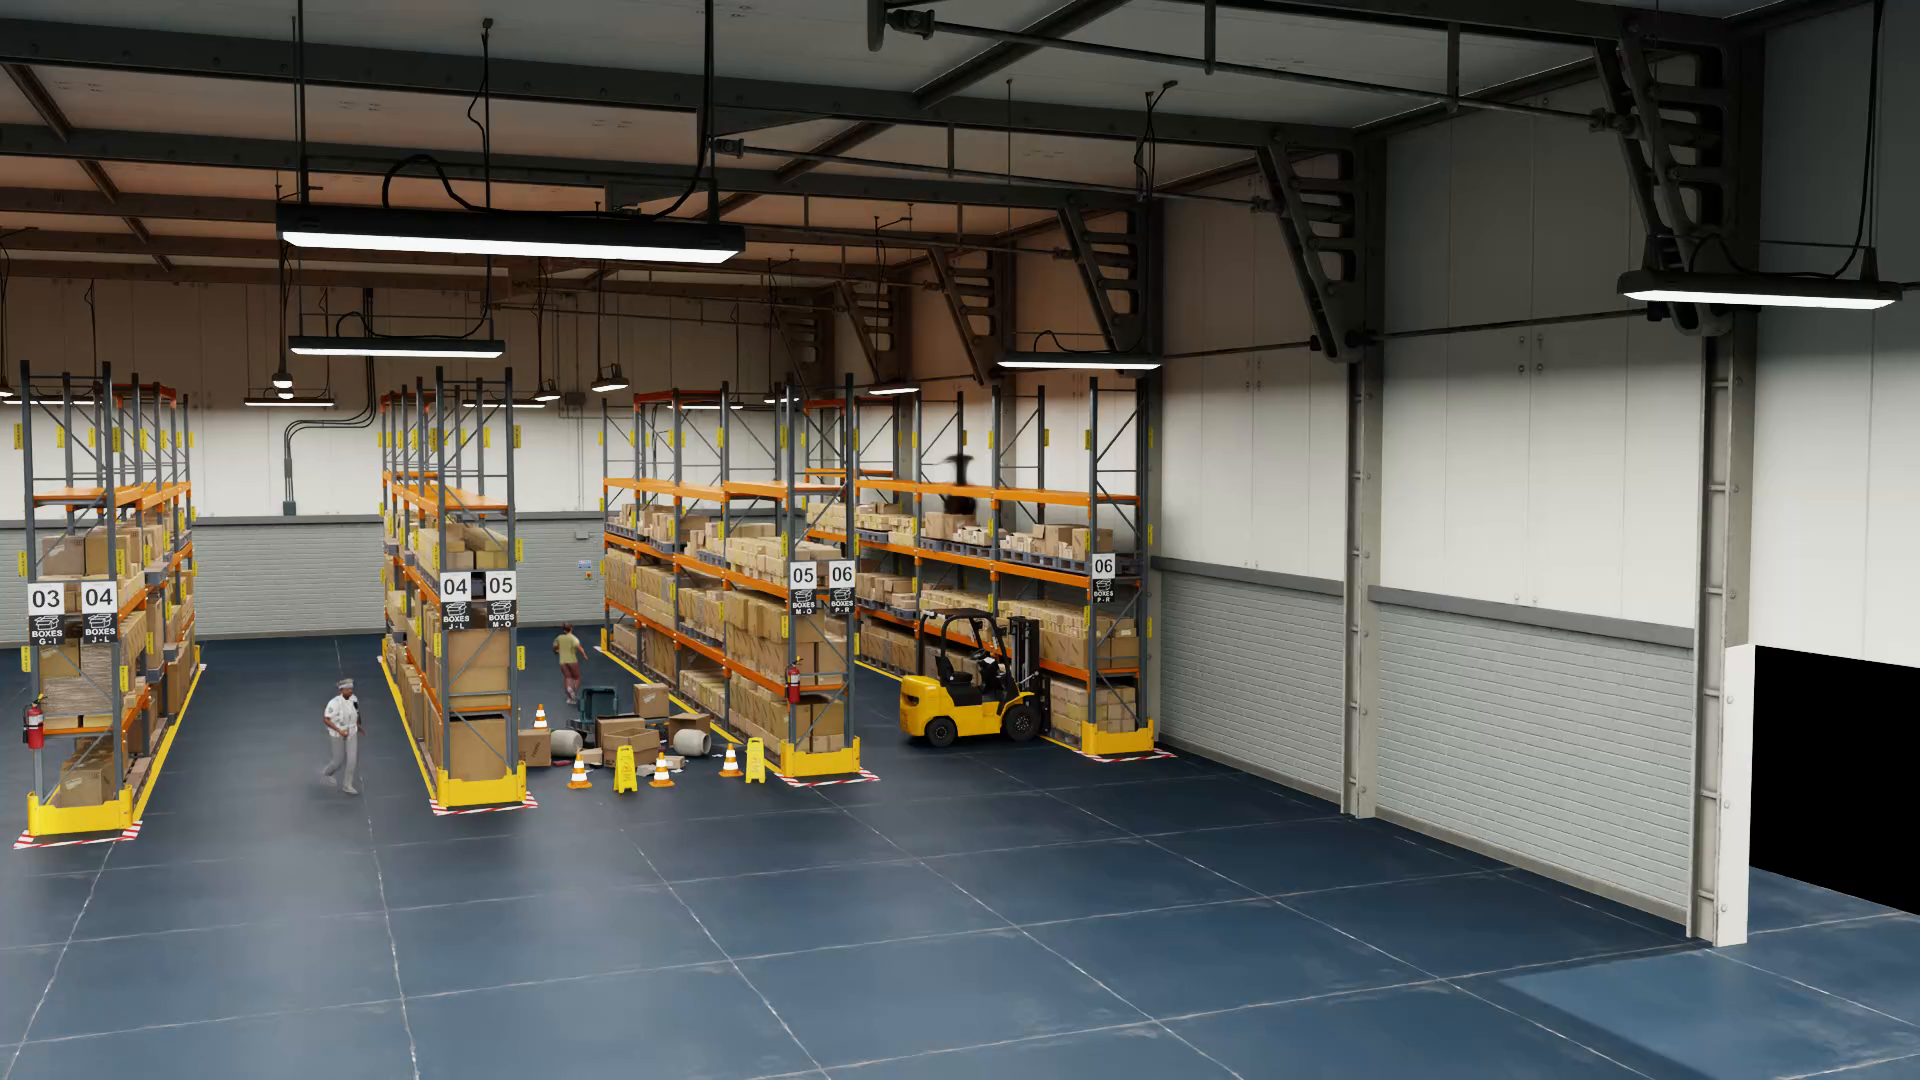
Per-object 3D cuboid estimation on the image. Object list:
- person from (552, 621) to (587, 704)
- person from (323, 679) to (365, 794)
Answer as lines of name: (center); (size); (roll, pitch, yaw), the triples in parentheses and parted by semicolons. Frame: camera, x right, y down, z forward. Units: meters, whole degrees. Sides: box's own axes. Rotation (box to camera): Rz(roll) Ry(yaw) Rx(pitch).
person: (-7.427, 2.339, 31.549); (0.670, 1.583, 0.541); (0, 3, 4)
person: (-8.826, 2.765, 23.686); (0.753, 1.647, 0.573); (3, 5, 44)
